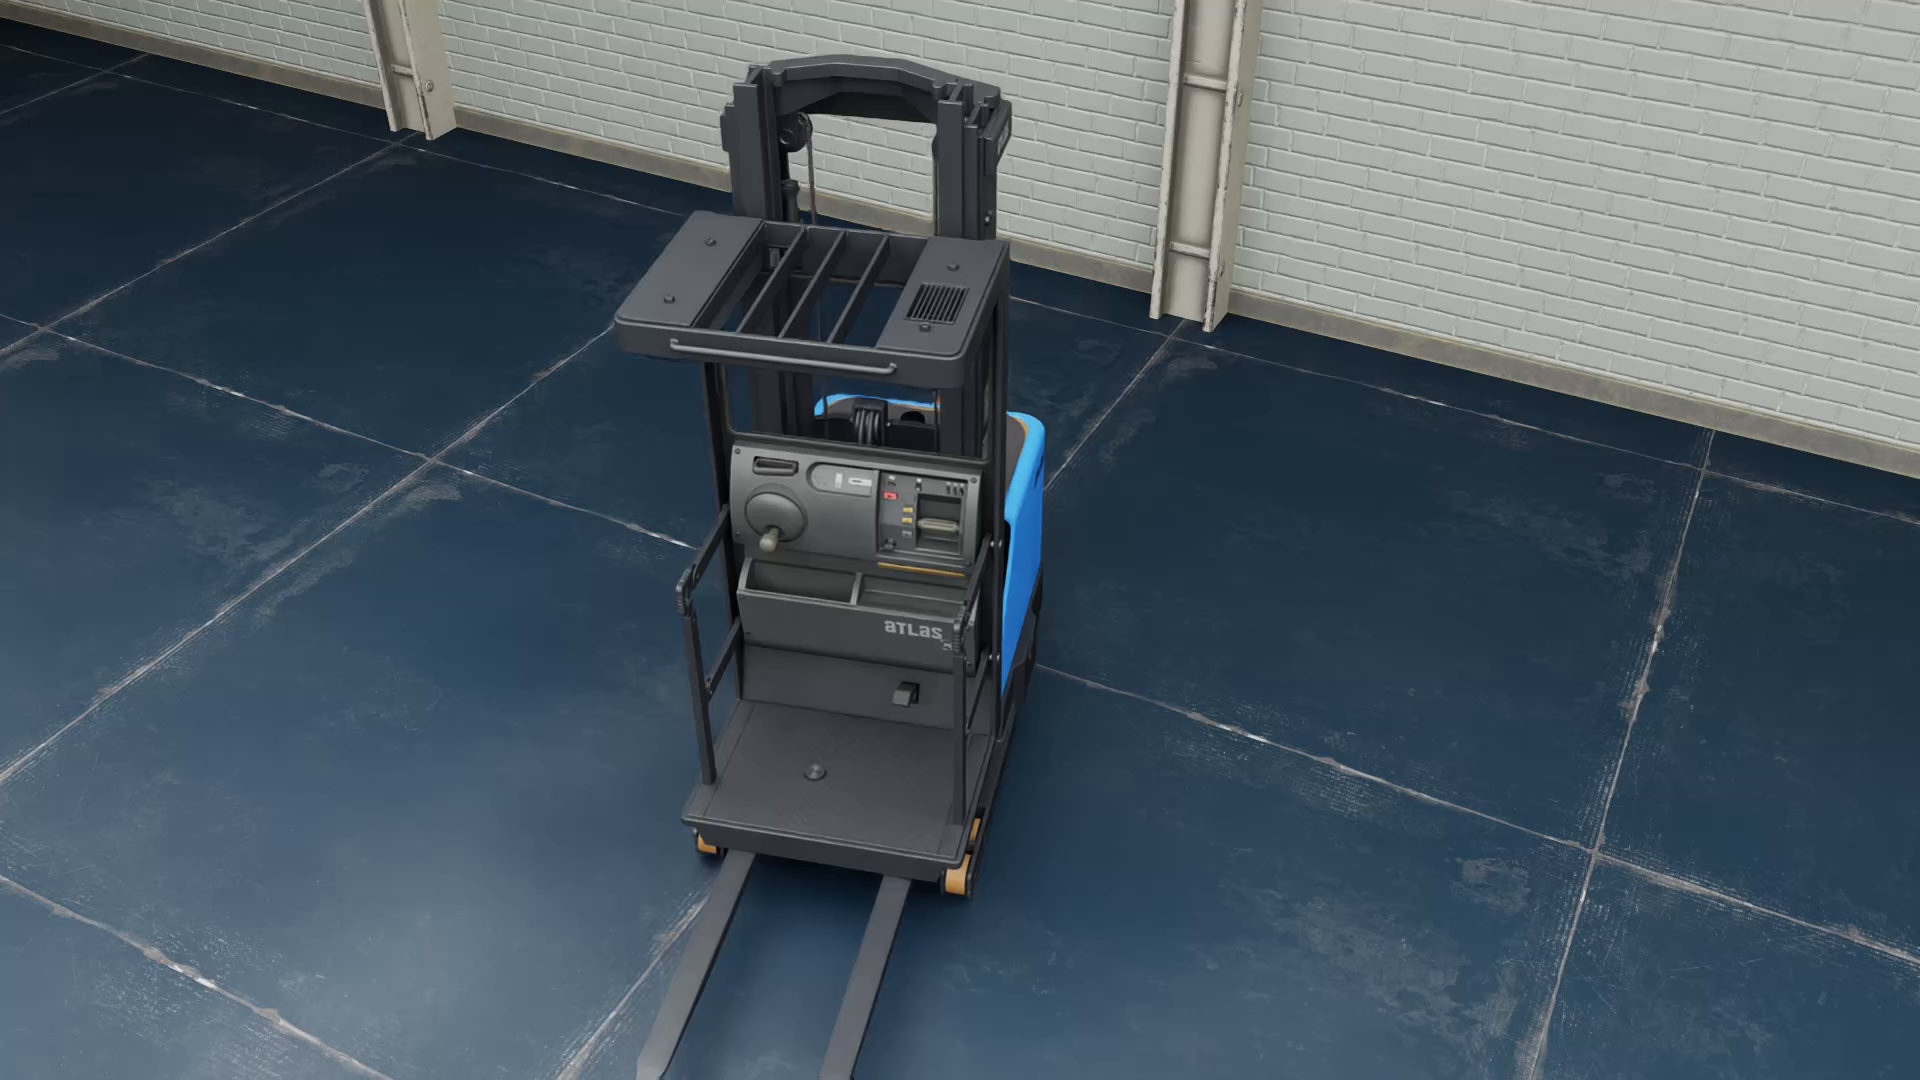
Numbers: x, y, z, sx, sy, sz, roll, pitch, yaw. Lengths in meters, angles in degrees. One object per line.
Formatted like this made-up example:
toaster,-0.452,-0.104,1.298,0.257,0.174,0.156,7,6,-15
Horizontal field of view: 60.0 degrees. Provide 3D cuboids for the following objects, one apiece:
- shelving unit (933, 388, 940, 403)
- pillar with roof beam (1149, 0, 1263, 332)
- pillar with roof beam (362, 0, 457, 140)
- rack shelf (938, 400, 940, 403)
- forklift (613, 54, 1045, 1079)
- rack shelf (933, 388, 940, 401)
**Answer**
shelving unit,0.013,-0.474,7.882,0.189,1.200,0.258,17,41,21
pillar with roof beam,-0.594,-2.643,4.290,0.400,9.000,9.100,17,41,21
pillar with roof beam,-5.922,-4.312,6.487,0.400,9.000,9.100,17,41,21
rack shelf,0.013,-0.630,7.764,0.180,0.103,0.258,17,41,21
forklift,-0.430,-0.045,5.885,1.130,2.935,3.031,7,38,10
rack shelf,0.013,-0.725,7.691,0.180,0.103,0.258,17,41,21
